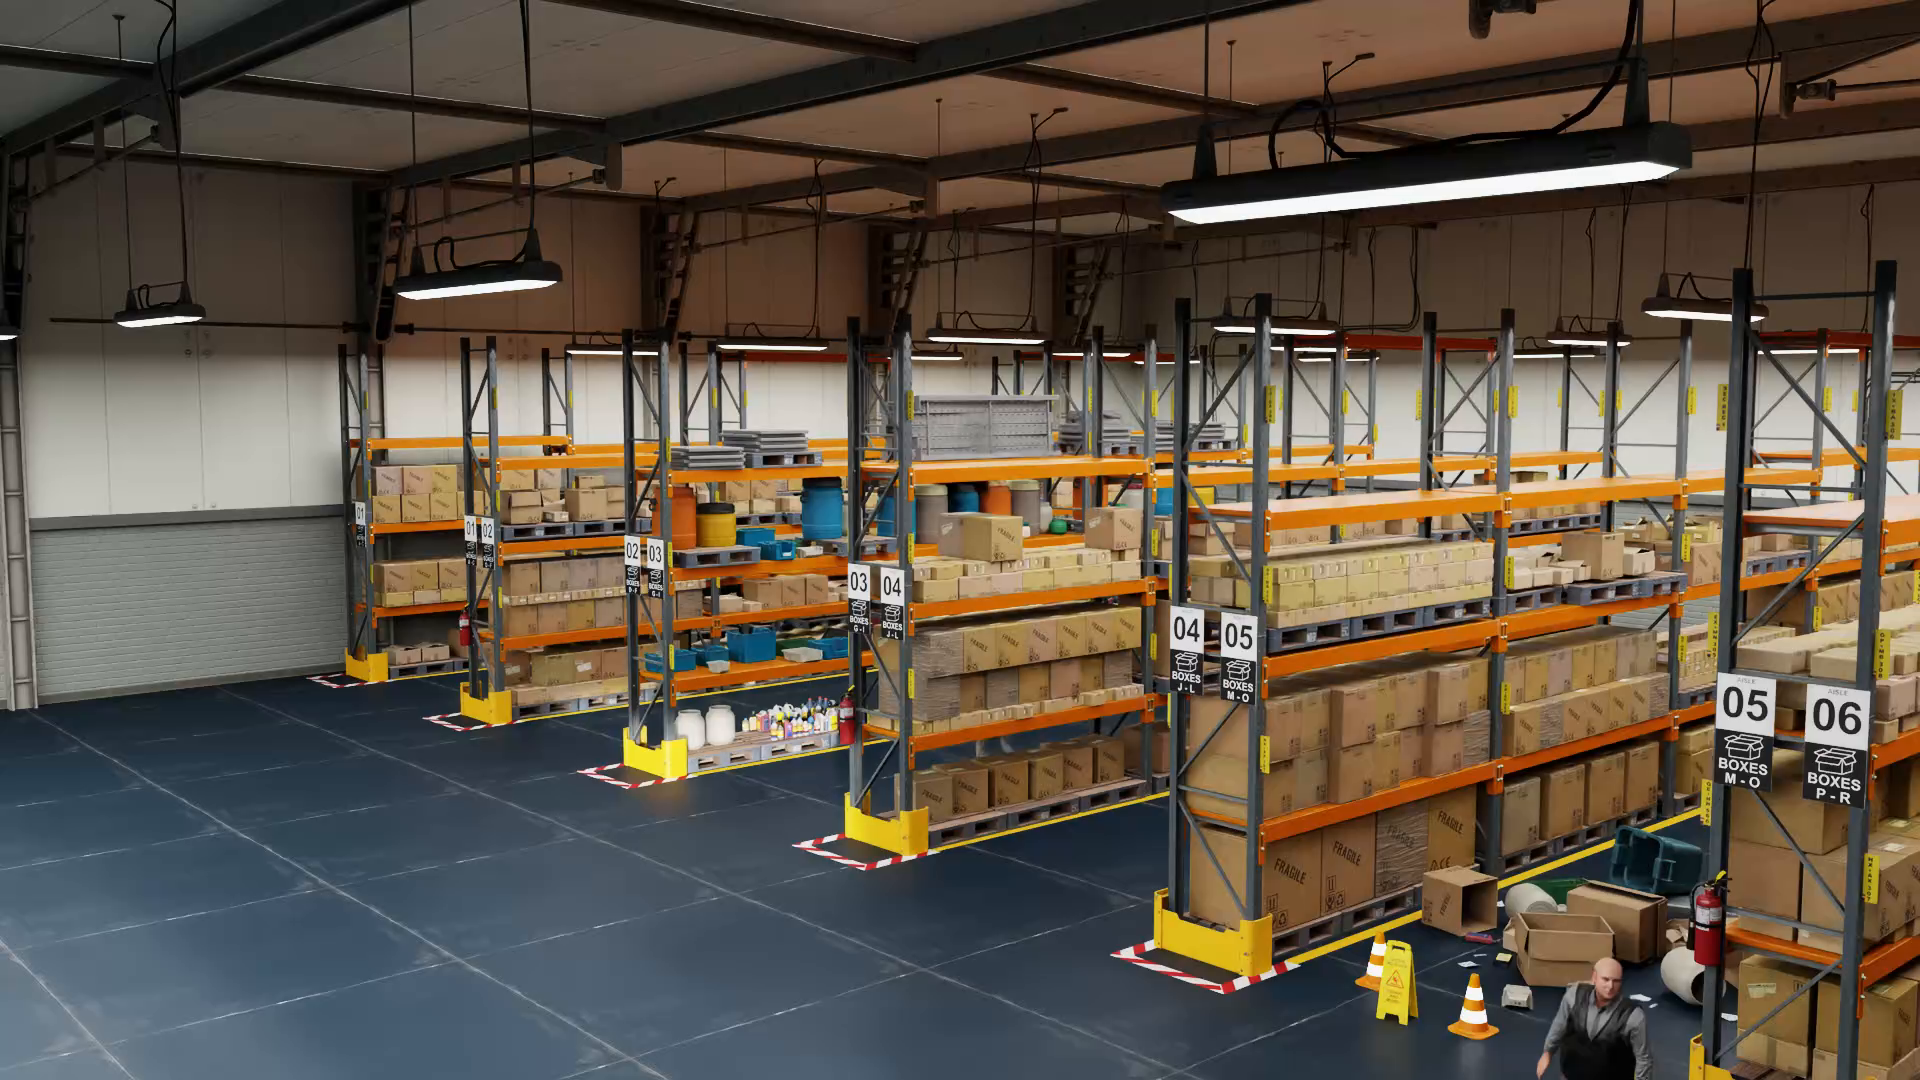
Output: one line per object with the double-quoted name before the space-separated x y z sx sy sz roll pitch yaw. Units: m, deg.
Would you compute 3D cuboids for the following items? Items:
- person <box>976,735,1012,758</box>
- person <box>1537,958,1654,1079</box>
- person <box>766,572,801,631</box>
"person" 0.376 2.121 22.269 0.628 1.660 0.751 0 5 5
"person" 4.040 3.390 10.535 0.729 1.666 0.731 4 6 35
"person" -3.568 1.329 33.656 0.734 1.715 1.048 4 6 37
